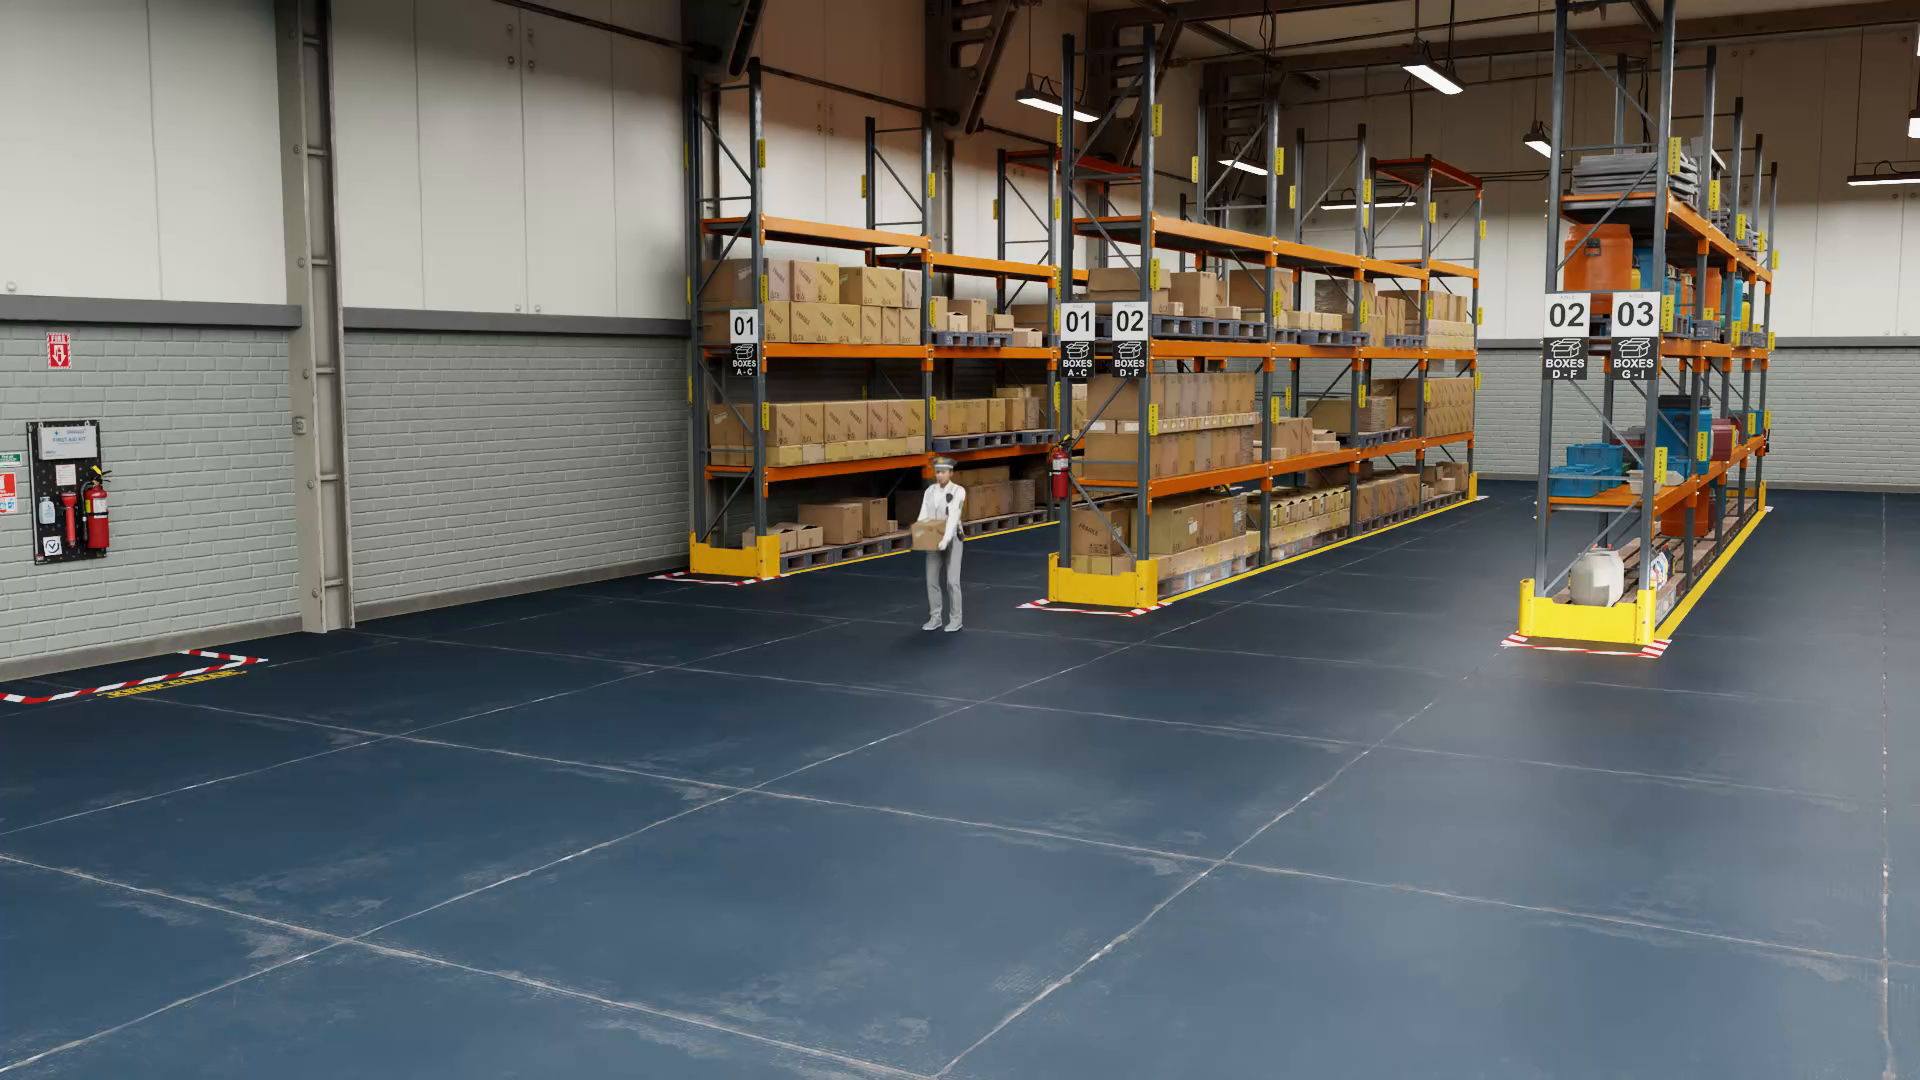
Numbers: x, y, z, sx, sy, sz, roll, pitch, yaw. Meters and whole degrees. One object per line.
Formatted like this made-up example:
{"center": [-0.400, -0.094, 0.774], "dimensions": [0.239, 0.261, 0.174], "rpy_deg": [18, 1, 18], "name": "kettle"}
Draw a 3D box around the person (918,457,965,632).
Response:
{"center": [-0.184, 0.040, 15.944], "dimensions": [0.417, 1.682, 0.528], "rpy_deg": [3, 7, 27], "name": "person"}
